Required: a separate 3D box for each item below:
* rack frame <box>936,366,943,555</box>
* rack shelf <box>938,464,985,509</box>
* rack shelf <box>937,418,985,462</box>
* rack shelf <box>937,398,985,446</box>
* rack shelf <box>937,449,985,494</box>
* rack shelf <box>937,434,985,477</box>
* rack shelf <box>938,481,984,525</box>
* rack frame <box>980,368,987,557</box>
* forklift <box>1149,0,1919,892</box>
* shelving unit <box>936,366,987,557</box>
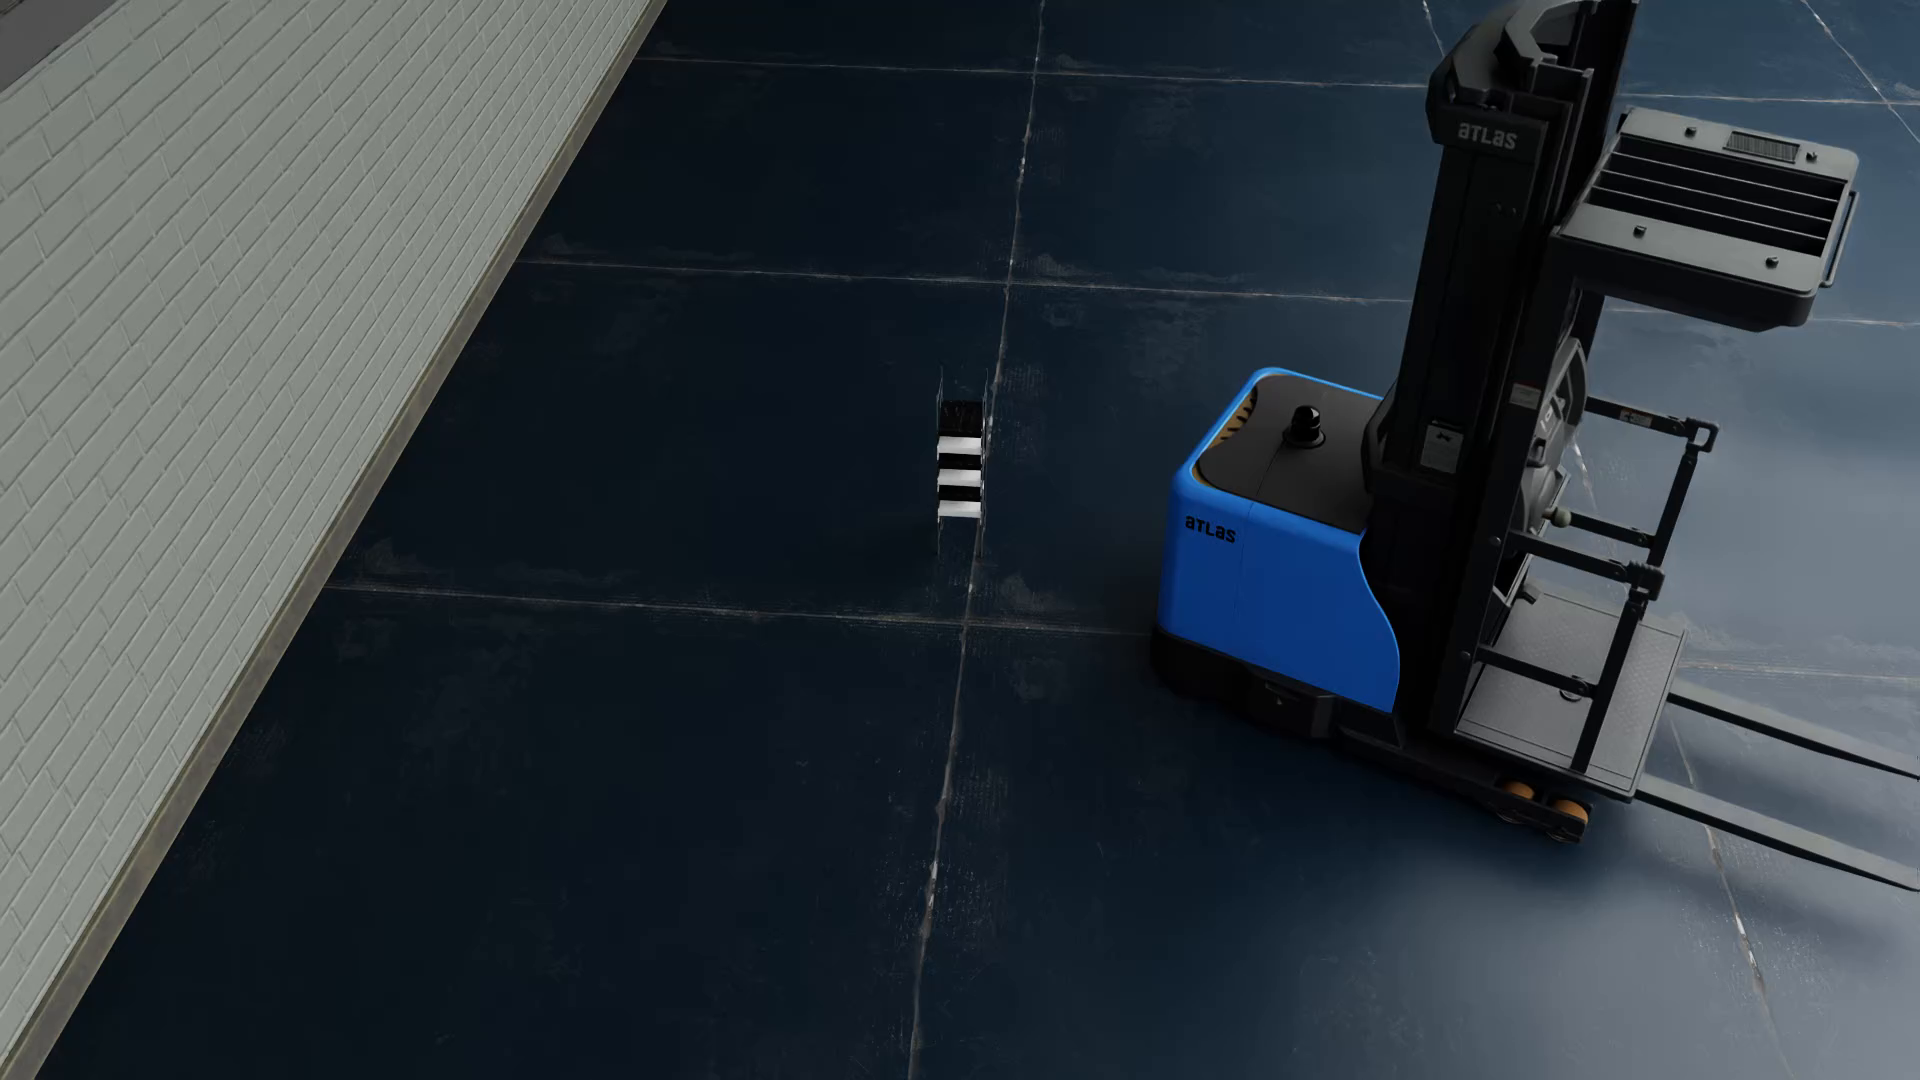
[{"bbox_3d":[-0.093,-0.354,7.643,0.006,0.900,0.240,3,39,4],"label":"rack frame"},{"bbox_3d":[0.008,-0.253,7.714,0.200,0.077,0.258,3,39,4],"label":"rack shelf"},{"bbox_3d":[0.008,-0.462,7.543,0.200,0.077,0.258,3,39,4],"label":"rack shelf"},{"bbox_3d":[0.008,-0.532,7.486,0.200,0.077,0.258,3,39,4],"label":"rack shelf"},{"bbox_3d":[0.008,-0.323,7.657,0.200,0.077,0.258,3,39,4],"label":"rack shelf"},{"bbox_3d":[0.008,-0.393,7.600,0.200,0.077,0.258,3,39,4],"label":"rack shelf"},{"bbox_3d":[0.008,-0.183,7.771,0.200,0.077,0.258,3,39,4],"label":"rack shelf"},{"bbox_3d":[0.109,-0.343,7.629,0.006,0.900,0.240,3,39,4],"label":"rack frame"},{"bbox_3d":[2.352,-0.347,6.024,3.031,2.935,1.130,20,43,22],"label":"forklift"},{"bbox_3d":[0.008,-0.349,7.636,0.210,0.900,0.258,3,39,4],"label":"shelving unit"}]
